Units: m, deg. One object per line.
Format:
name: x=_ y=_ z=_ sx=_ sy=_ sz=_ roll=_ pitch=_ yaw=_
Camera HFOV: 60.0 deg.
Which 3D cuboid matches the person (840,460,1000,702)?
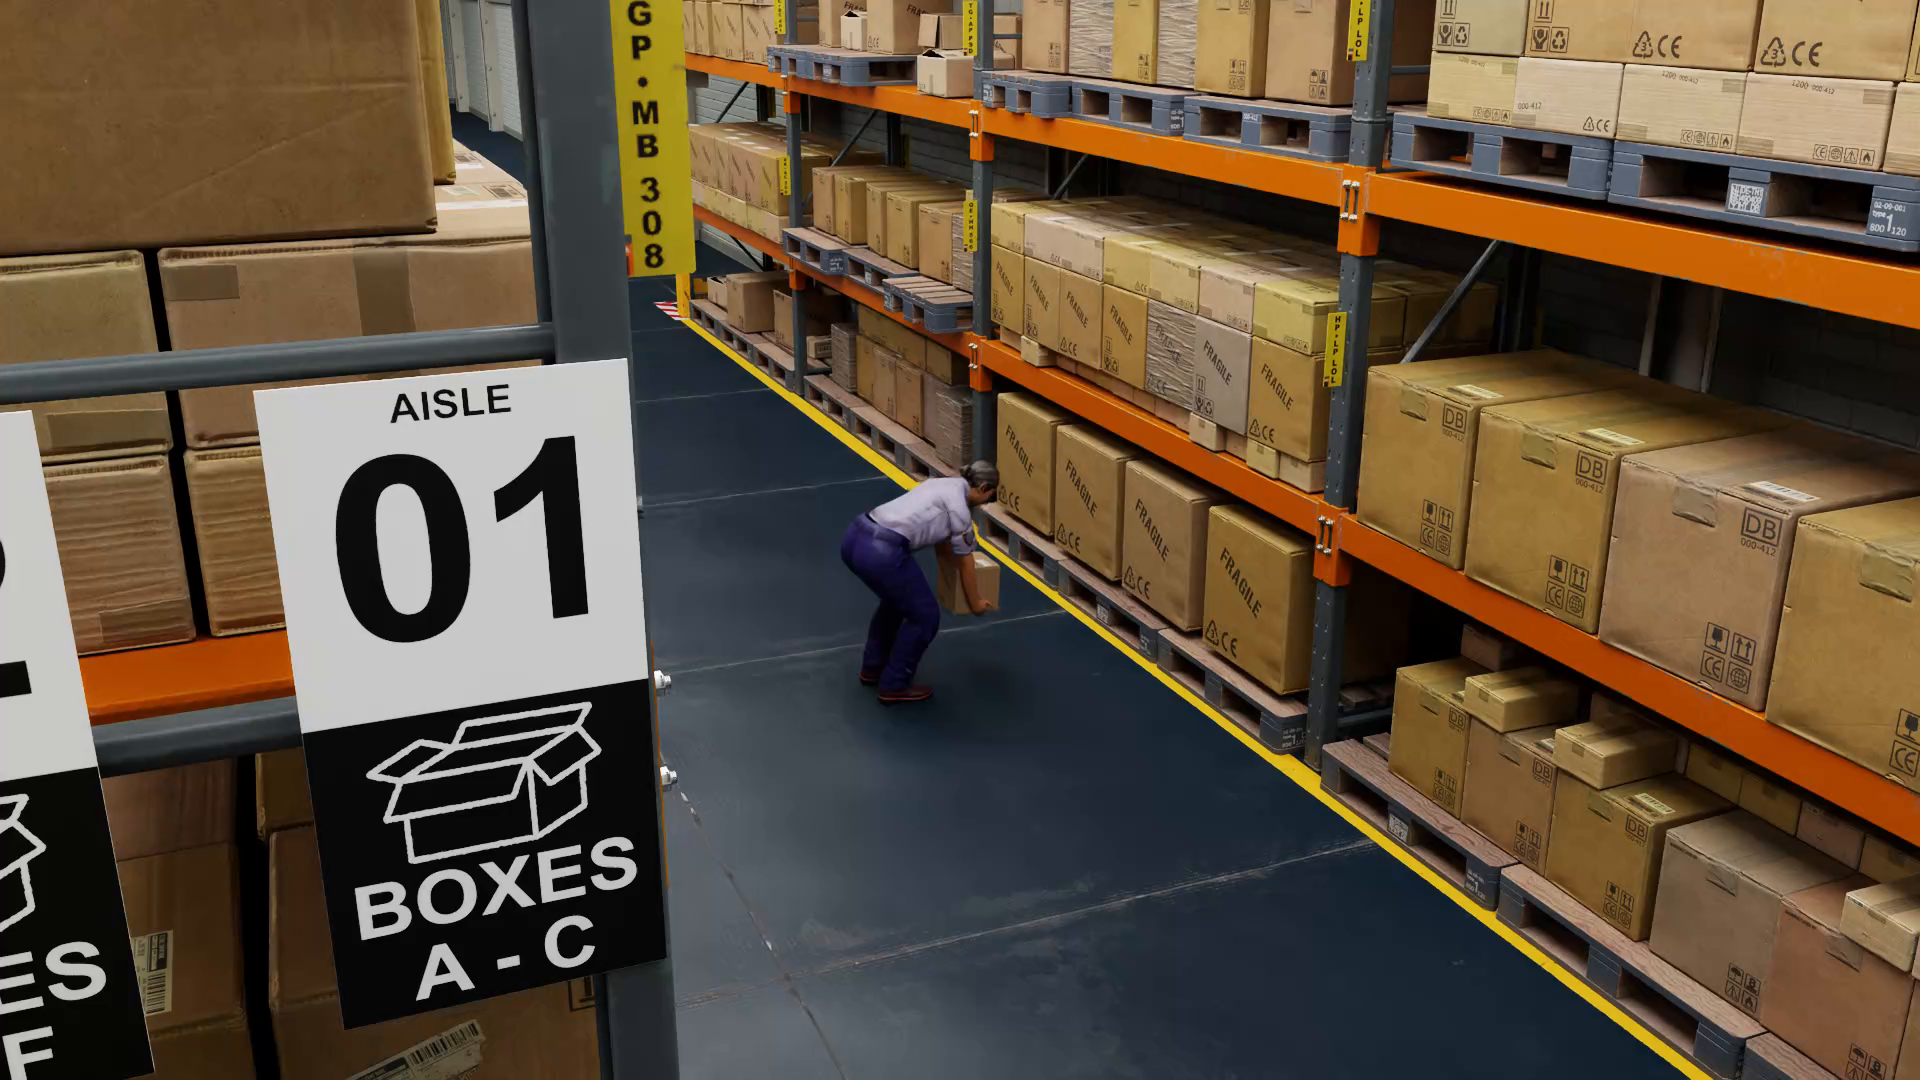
person: x=-0.160 y=0.203 z=8.706 sx=0.813 sy=1.193 sz=0.471 roll=-9 pitch=21 yaw=-24
